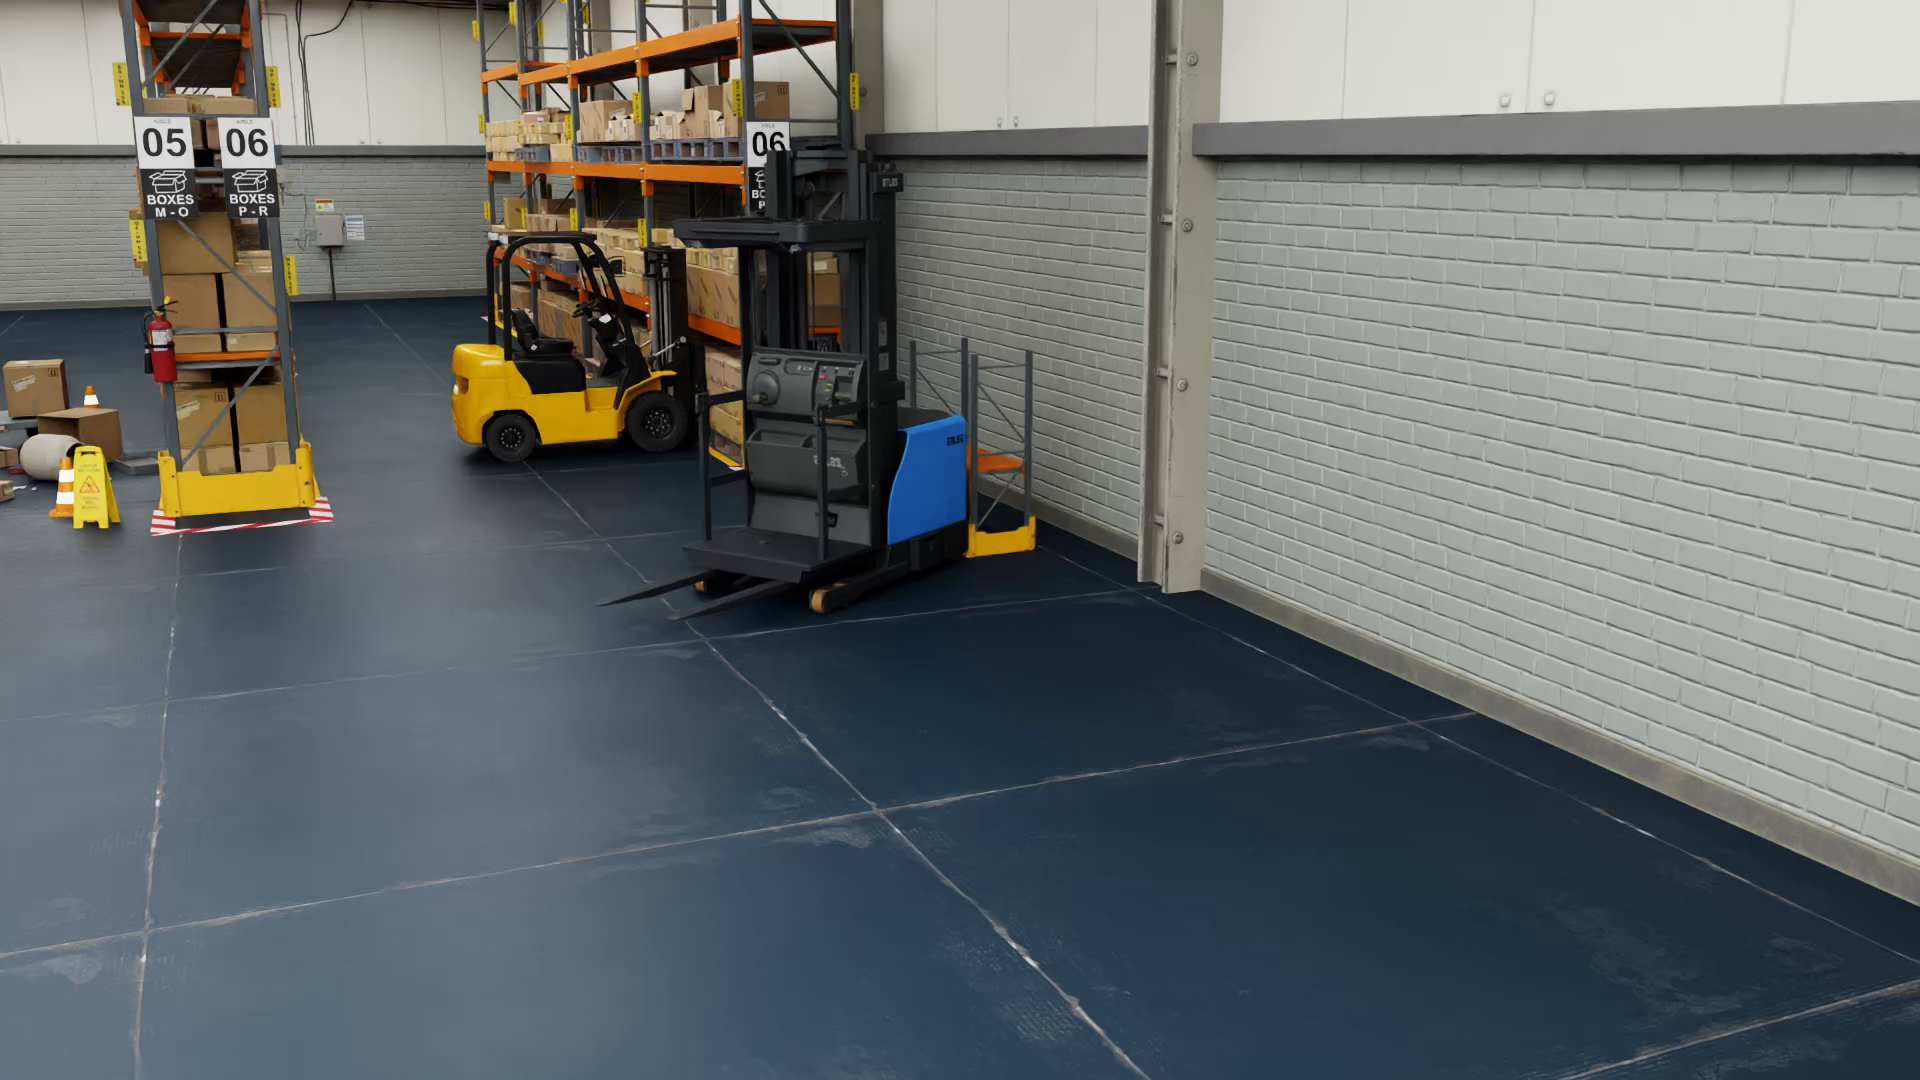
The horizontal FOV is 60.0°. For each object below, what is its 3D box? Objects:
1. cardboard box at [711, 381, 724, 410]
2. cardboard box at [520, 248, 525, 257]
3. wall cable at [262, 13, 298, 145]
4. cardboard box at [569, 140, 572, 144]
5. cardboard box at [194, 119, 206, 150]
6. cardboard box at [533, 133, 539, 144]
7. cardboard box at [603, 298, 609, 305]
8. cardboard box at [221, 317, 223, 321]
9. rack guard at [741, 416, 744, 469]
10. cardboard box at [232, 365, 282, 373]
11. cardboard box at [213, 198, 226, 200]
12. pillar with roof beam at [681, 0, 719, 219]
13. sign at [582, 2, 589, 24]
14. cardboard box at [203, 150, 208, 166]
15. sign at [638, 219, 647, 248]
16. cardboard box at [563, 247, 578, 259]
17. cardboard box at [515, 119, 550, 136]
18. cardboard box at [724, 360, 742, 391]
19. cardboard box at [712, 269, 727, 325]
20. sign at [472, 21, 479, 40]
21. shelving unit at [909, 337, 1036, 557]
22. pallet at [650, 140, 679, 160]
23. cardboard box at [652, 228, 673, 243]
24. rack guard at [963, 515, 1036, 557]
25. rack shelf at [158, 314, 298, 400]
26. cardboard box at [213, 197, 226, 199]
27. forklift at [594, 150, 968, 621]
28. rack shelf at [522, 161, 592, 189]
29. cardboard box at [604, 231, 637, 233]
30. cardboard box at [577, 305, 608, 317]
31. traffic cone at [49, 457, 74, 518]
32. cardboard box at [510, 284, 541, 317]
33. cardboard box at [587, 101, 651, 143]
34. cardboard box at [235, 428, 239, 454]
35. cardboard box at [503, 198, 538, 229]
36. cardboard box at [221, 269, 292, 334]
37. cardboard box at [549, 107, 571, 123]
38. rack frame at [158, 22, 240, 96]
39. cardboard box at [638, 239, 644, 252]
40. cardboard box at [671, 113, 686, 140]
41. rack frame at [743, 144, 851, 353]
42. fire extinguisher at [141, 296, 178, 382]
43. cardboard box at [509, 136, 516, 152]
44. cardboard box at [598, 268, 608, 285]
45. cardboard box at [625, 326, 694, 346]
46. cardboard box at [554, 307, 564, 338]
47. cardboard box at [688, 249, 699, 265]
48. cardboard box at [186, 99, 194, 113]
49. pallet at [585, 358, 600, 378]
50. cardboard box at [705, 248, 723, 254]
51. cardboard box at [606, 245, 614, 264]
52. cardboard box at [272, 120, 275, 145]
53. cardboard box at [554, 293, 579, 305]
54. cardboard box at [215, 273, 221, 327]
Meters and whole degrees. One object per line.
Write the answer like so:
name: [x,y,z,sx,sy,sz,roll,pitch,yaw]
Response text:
cardboard box: [-2.165,-1.451,16.544,0.500,0.250,0.500,-6,14,-24]
cardboard box: [-6.909,-4.669,26.946,0.380,0.149,0.250,-5,14,-22]
wall cable: [-14.294,-9.162,32.498,2.355,3.000,0.029,-6,14,-23]
cardboard box: [-5.145,-5.508,22.810,0.380,0.149,0.250,-6,14,-24]
cardboard box: [-6.679,-3.436,14.084,0.500,0.250,0.500,-6,14,-24]
cardboard box: [-6.039,-5.875,24.354,0.380,0.149,0.250,-5,14,-22]
cardboard box: [-5.048,-3.472,24.395,0.380,0.149,0.250,-6,14,-24]
cardboard box: [-6.979,-1.969,15.284,0.380,0.149,0.250,-6,14,-23]
rack guard: [-1.483,-0.943,15.834,1.175,0.500,0.348,-6,14,-23]
cardboard box: [-6.525,-1.355,15.576,0.500,0.500,0.500,-5,14,-22]
cardboard box: [-10.437,-4.662,23.920,0.500,0.500,0.500,-5,14,-21]
pillar with roof beam: [-7.293,-6.164,19.546,9.100,9.000,0.400,-6,14,-23]
sign: [-5.793,-8.151,25.707,0.100,0.325,0.005,-6,14,-23]
cardboard box: [-7.487,-3.695,16.086,0.380,0.149,0.250,-6,14,-23]
sign: [-3.588,-3.466,18.802,0.100,0.325,0.005,-6,14,-23]
cardboard box: [-5.311,-4.001,23.132,0.380,0.149,0.250,-5,14,-22]
cardboard box: [-6.722,-6.504,26.231,0.500,0.250,0.500,-6,14,-23]
cardboard box: [-1.962,-1.584,16.013,0.500,0.250,0.500,-5,14,-21]
cardboard box: [-2.129,-2.400,16.366,0.500,0.500,0.500,-5,14,-21]
sign: [-8.399,-8.838,28.854,0.100,0.325,0.005,-6,14,-23]
shelving unit: [0.066,-0.740,12.743,0.587,1.500,1.083,-7,15,-27]
pallet: [-2.729,-4.236,18.064,1.003,0.211,1.213,-6,14,-23]
cardboard box: [-3.239,-3.409,18.626,0.380,0.149,0.250,-5,14,-22]
rack guard: [0.297,-0.032,12.454,0.587,0.250,0.087,-7,15,-27]
rack shelf: [-6.840,-1.779,15.499,1.077,0.370,4.000,-6,14,-23]
cardboard box: [-10.814,-4.852,24.740,0.500,0.500,0.500,-6,14,-23]
forklift: [-1.155,-1.067,10.978,1.130,2.935,3.031,8,15,31]
rack shelf: [-5.498,-5.342,24.243,1.077,0.370,4.000,-6,14,-23]
cardboard box: [-4.360,-3.883,21.333,0.380,0.149,0.250,-5,14,-22]
cardboard box: [-5.127,-3.200,23.218,0.380,0.149,0.250,-6,14,-26]
traffic cone: [-7.393,-0.453,13.799,0.336,0.463,0.334,-6,14,-23]
cardboard box: [-7.436,-4.143,28.729,0.700,0.500,0.500,-5,14,-21]
cardboard box: [-4.336,-5.315,21.153,0.700,0.500,0.500,-6,14,-24]
cardboard box: [-6.536,-0.991,15.664,0.500,0.250,0.500,-5,14,-19]
cardboard box: [-7.365,-5.480,27.906,0.500,0.500,0.500,-5,14,-22]
cardboard box: [-5.974,-2.033,14.119,0.500,0.500,0.500,-6,14,-24]
cardboard box: [-6.114,-6.527,25.590,0.396,0.266,0.258,-6,14,-24]
rack frame: [-10.846,-7.118,23.668,1.000,3.000,0.127,-6,14,-23]
cardboard box: [-3.555,-3.459,19.501,0.380,0.149,0.250,-6,14,-24]
cardboard box: [-2.778,-4.307,17.319,0.396,0.266,0.258,-6,14,-24]
rack frame: [-1.492,-2.165,15.573,1.000,3.000,0.127,-6,14,-23]
fire extinguisher: [-6.415,-1.613,13.360,0.296,0.674,0.183,-6,14,-23]
cardboard box: [-6.940,-6.361,26.723,0.500,0.250,0.500,-6,14,-25]
cardboard box: [-4.333,-3.421,21.332,0.500,0.250,0.500,-6,14,-25]
cardboard box: [-3.618,-2.307,20.521,0.875,0.625,0.625,-6,14,-24]
cardboard box: [-5.691,-3.191,24.616,0.500,0.500,0.500,-6,14,-25]
cardboard box: [-2.607,-2.946,17.284,0.380,0.149,0.250,-6,14,-24]
cardboard box: [-6.513,-3.544,13.665,0.380,0.149,0.250,-5,14,-22]
pallet: [-4.403,-2.286,22.279,1.003,0.211,1.213,-6,14,-23]
cardboard box: [-2.323,-2.932,16.564,0.380,0.149,0.250,-5,14,-22]
cardboard box: [-4.122,-3.558,20.816,0.500,0.250,0.500,-5,14,-22]
cardboard box: [-7.508,-4.292,17.513,0.500,0.250,0.500,-6,14,-25]
cardboard box: [-5.916,-3.637,25.104,0.380,0.149,0.250,-6,14,-23]
cardboard box: [-6.705,-2.101,14.414,0.500,0.500,0.500,-6,14,-23]
